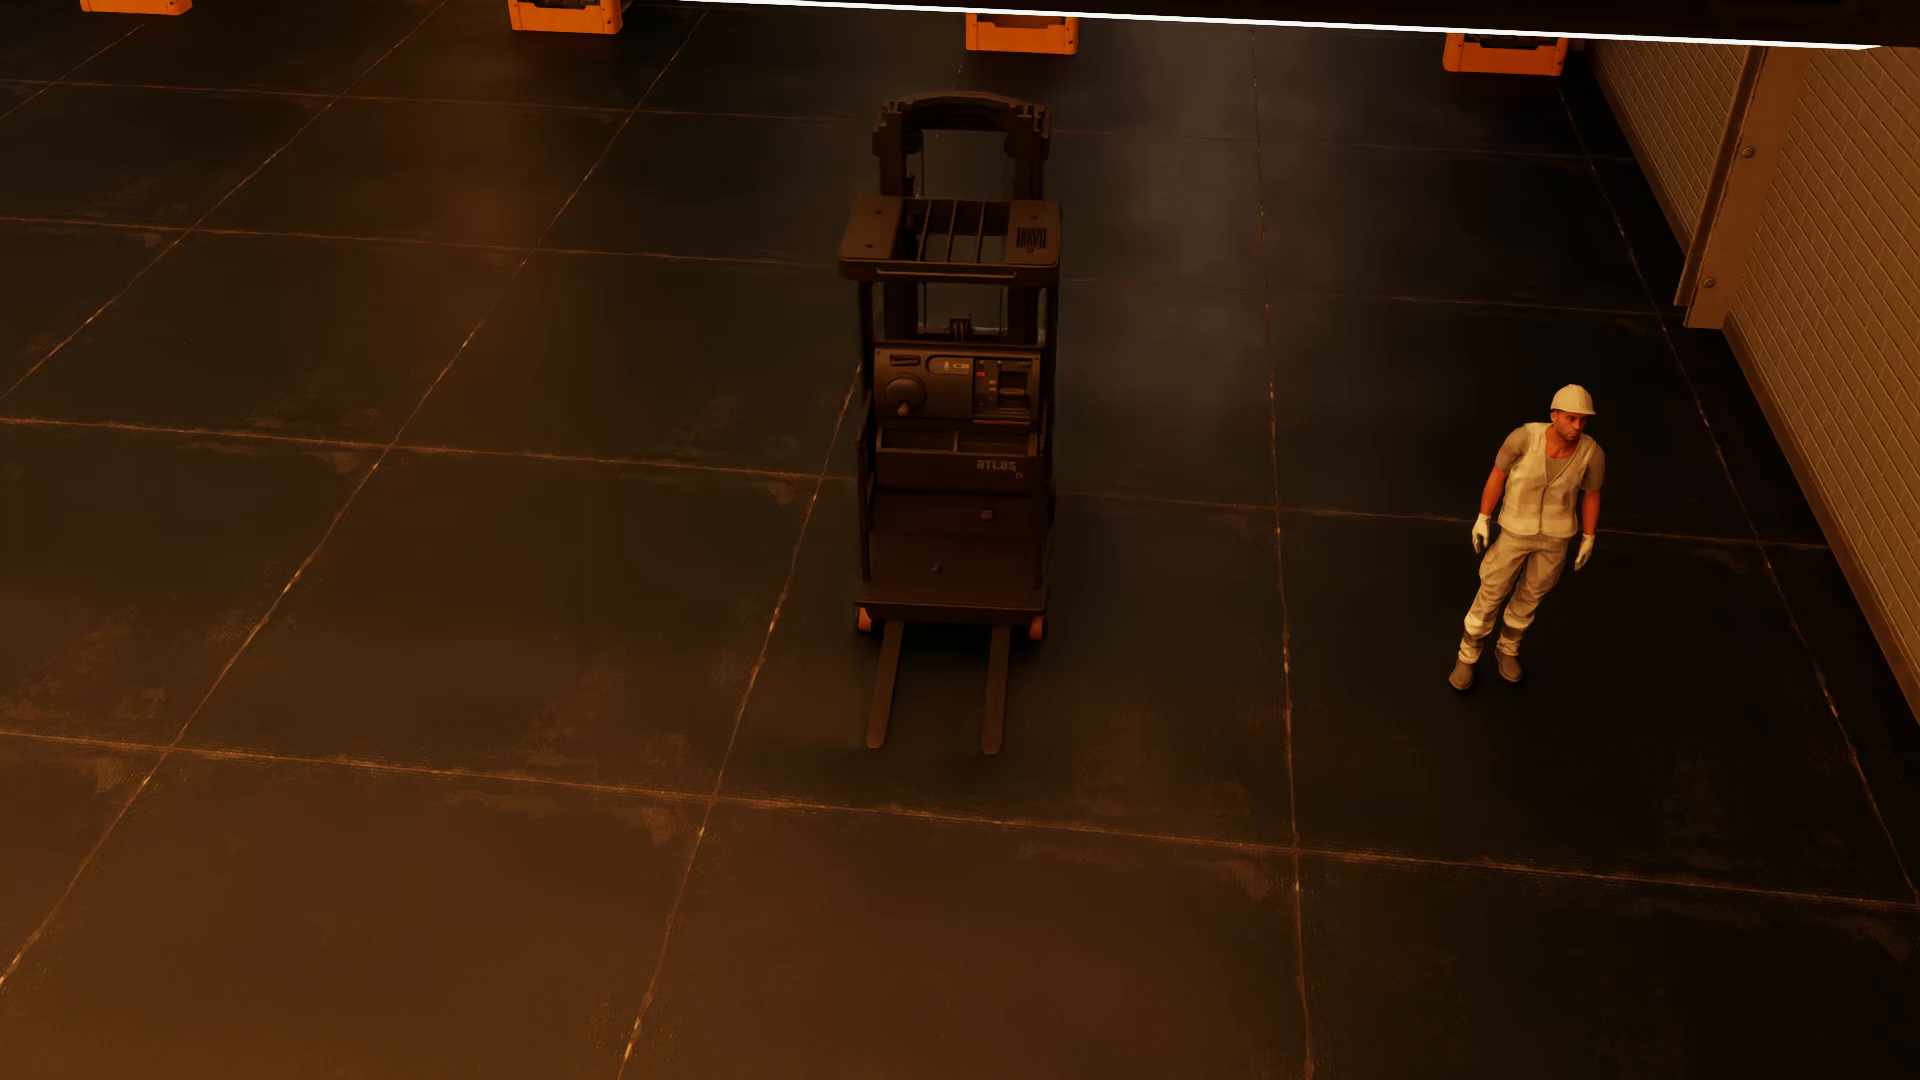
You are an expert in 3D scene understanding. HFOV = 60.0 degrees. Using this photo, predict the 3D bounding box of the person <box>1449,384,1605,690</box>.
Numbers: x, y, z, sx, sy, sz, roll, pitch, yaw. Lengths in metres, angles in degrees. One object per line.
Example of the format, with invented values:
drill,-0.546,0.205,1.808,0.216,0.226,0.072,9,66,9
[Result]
person,3.098,0.006,8.972,0.637,1.786,0.566,6,37,9

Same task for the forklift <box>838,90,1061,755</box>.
forklift,-0.030,-0.801,9.116,1.130,2.935,3.031,3,36,3
